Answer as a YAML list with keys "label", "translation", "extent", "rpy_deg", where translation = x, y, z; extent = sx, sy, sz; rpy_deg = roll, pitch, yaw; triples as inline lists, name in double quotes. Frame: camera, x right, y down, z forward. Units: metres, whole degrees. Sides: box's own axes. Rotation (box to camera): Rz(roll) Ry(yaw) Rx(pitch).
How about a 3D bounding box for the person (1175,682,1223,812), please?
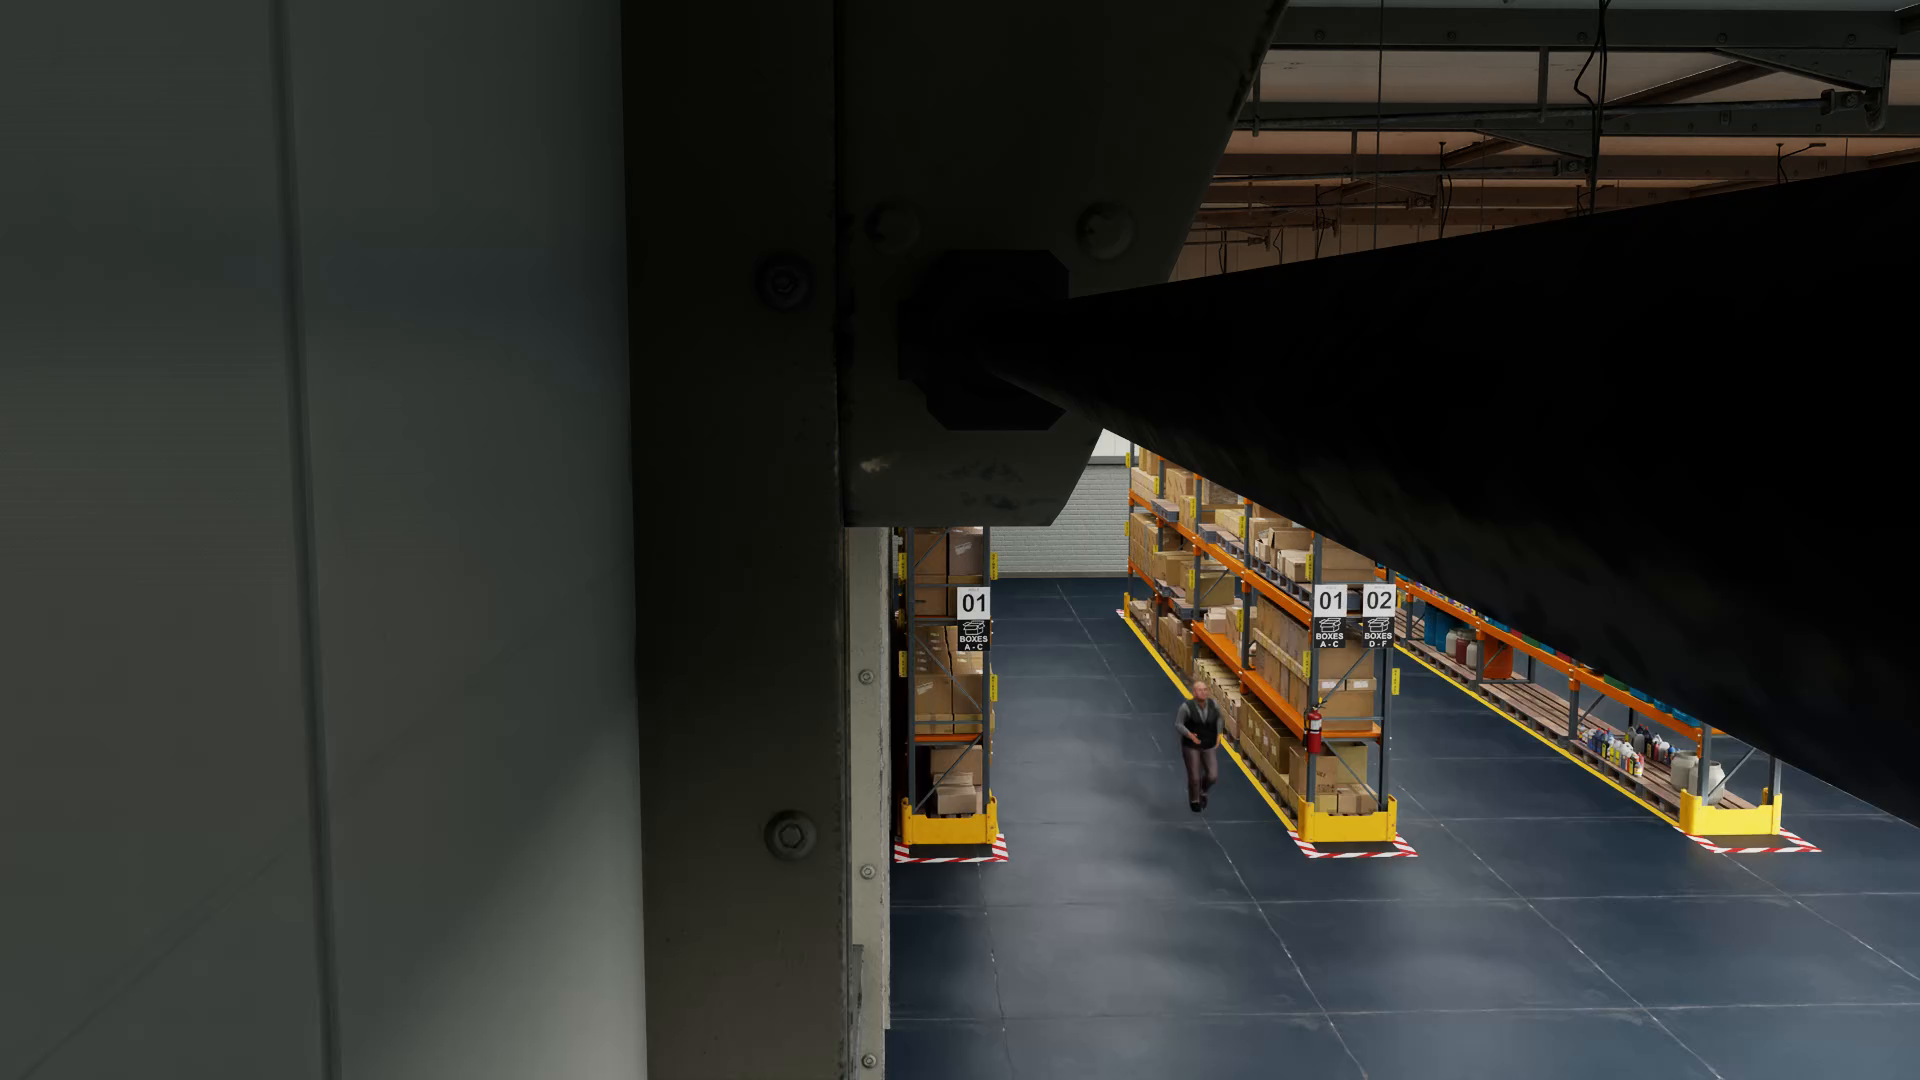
- label: "person"
  translation: [3.004, 2.585, 20.683]
  extent: [0.665, 1.675, 0.615]
  rpy_deg: [-1, 7, -8]
